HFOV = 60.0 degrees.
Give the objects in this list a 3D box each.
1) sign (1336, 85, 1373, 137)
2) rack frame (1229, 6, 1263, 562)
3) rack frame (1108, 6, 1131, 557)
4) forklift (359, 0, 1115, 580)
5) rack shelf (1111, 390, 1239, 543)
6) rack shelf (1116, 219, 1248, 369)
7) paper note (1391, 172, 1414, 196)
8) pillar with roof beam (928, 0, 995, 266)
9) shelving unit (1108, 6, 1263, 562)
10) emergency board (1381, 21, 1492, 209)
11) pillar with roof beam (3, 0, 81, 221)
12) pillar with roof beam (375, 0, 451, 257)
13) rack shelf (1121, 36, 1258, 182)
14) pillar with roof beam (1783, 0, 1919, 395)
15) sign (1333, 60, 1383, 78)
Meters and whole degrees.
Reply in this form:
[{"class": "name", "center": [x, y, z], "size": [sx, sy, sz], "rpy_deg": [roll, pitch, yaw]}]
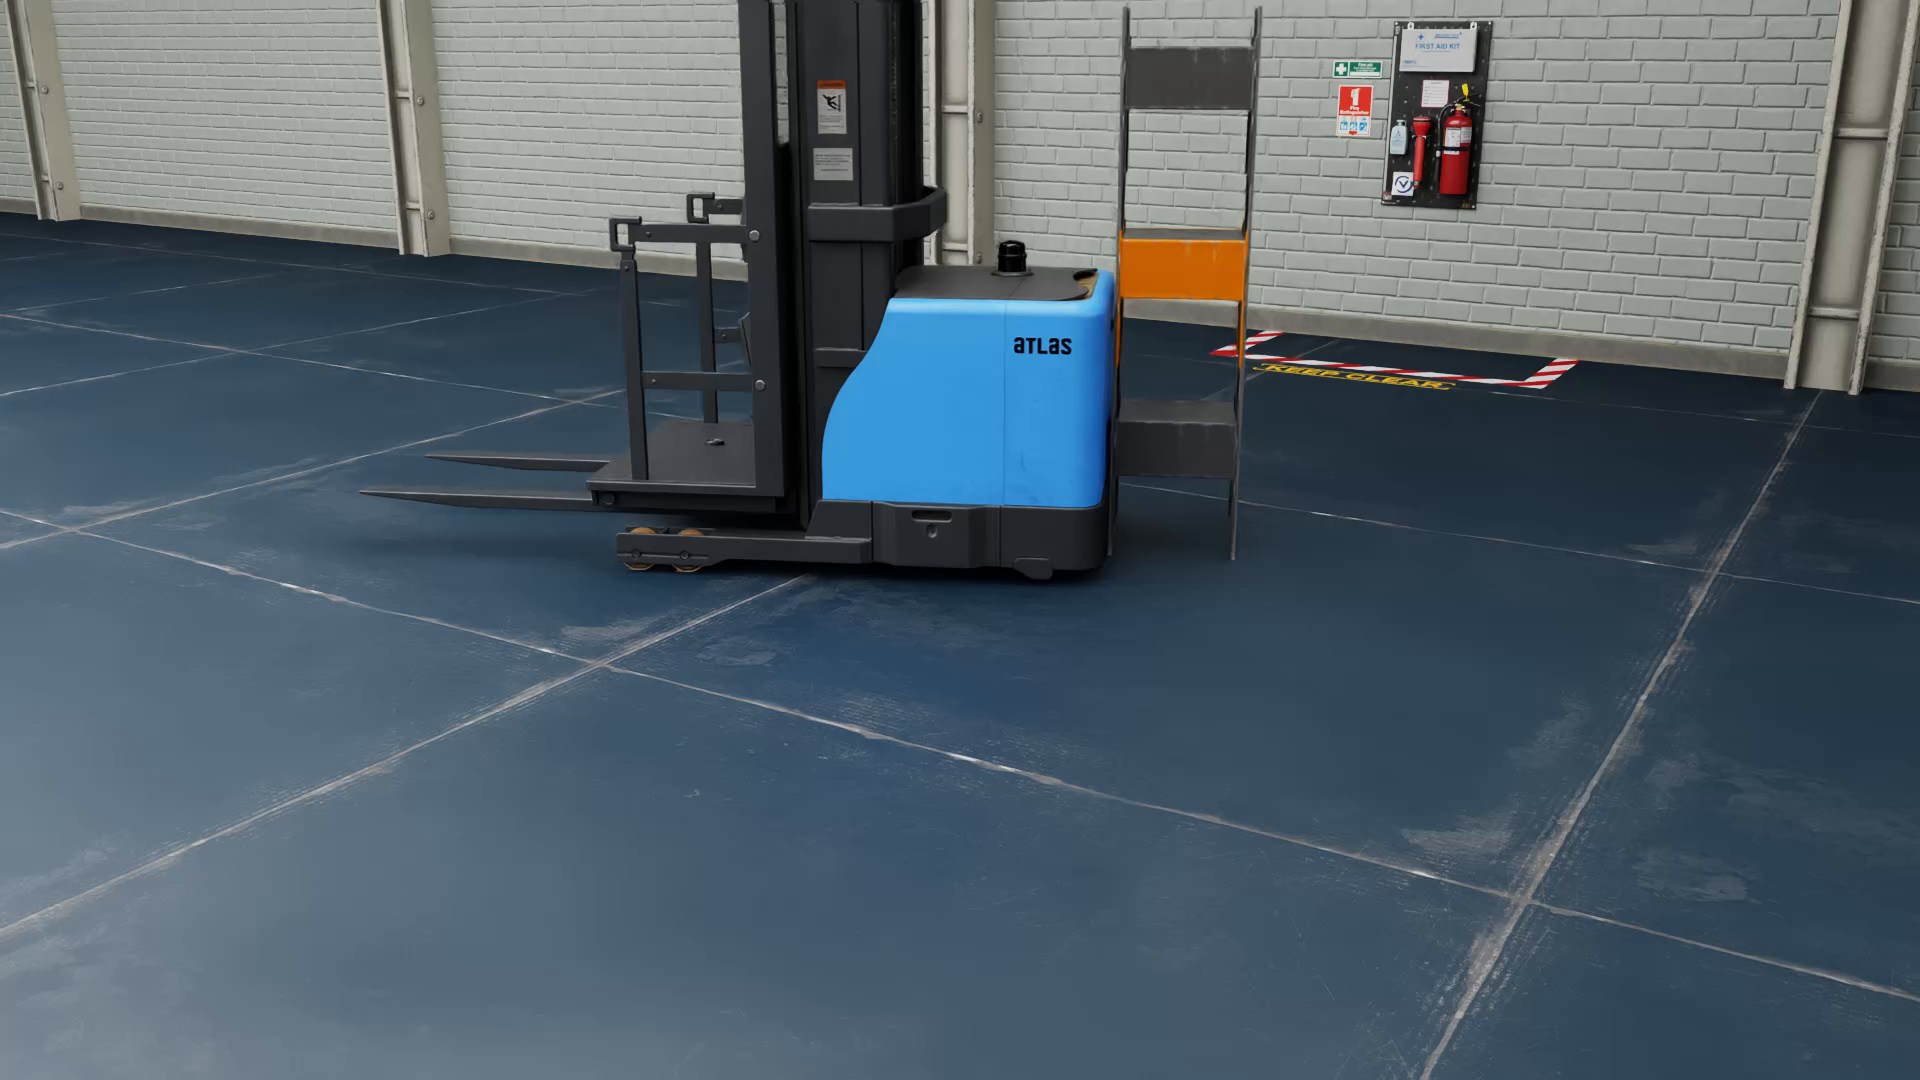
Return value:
[{"class": "sign", "center": [2.624, -2.856, 11.062], "size": [0.234, 0.329, 0.001], "rpy_deg": [10, 20, 30]}, {"class": "rack frame", "center": [1.110, -0.977, 6.484], "size": [0.015, 2.100, 0.400], "rpy_deg": [2, 17, 7]}, {"class": "rack frame", "center": [0.626, -0.995, 6.545], "size": [0.015, 2.100, 0.400], "rpy_deg": [2, 17, 7]}, {"class": "forklift", "center": [-0.903, -1.424, 6.527], "size": [3.031, 2.935, 1.130], "rpy_deg": [2, 17, 7]}, {"class": "rack shelf", "center": [0.868, -0.303, 6.722], "size": [0.480, 0.518, 0.431], "rpy_deg": [2, 17, 7]}, {"class": "rack shelf", "center": [0.868, -0.973, 6.519], "size": [0.480, 0.518, 0.431], "rpy_deg": [2, 17, 7]}, {"class": "paper note", "center": [2.926, -2.352, 10.979], "size": [0.142, 0.148, 0.016], "rpy_deg": [10, 20, 30]}, {"class": "pillar with roof beam", "center": [-2.239, -5.061, 8.060], "size": [0.400, 9.000, 9.100], "rpy_deg": [10, 20, 30]}, {"class": "shelving unit", "center": [0.868, -0.986, 6.515], "size": [0.503, 2.100, 0.431], "rpy_deg": [2, 17, 7]}, {"class": "emergency board", "center": [3.041, -2.730, 10.706], "size": [0.643, 1.169, 0.194], "rpy_deg": [10, 20, 30]}, {"class": "pillar with roof beam", "center": [-12.464, -6.886, 14.069], "size": [0.400, 9.000, 9.100], "rpy_deg": [10, 20, 30]}, {"class": "pillar with roof beam", "center": [-7.351, -5.974, 11.065], "size": [0.400, 9.000, 9.100], "rpy_deg": [10, 20, 30]}, {"class": "rack shelf", "center": [0.868, -1.643, 6.315], "size": [0.480, 0.518, 0.431], "rpy_deg": [2, 17, 7]}, {"class": "pillar with roof beam", "center": [2.874, -4.148, 5.056], "size": [0.400, 9.000, 9.100], "rpy_deg": [10, 20, 30]}, {"class": "sign", "center": [2.623, -3.107, 10.975], "size": [0.331, 0.109, 0.001], "rpy_deg": [10, 20, 30]}]
